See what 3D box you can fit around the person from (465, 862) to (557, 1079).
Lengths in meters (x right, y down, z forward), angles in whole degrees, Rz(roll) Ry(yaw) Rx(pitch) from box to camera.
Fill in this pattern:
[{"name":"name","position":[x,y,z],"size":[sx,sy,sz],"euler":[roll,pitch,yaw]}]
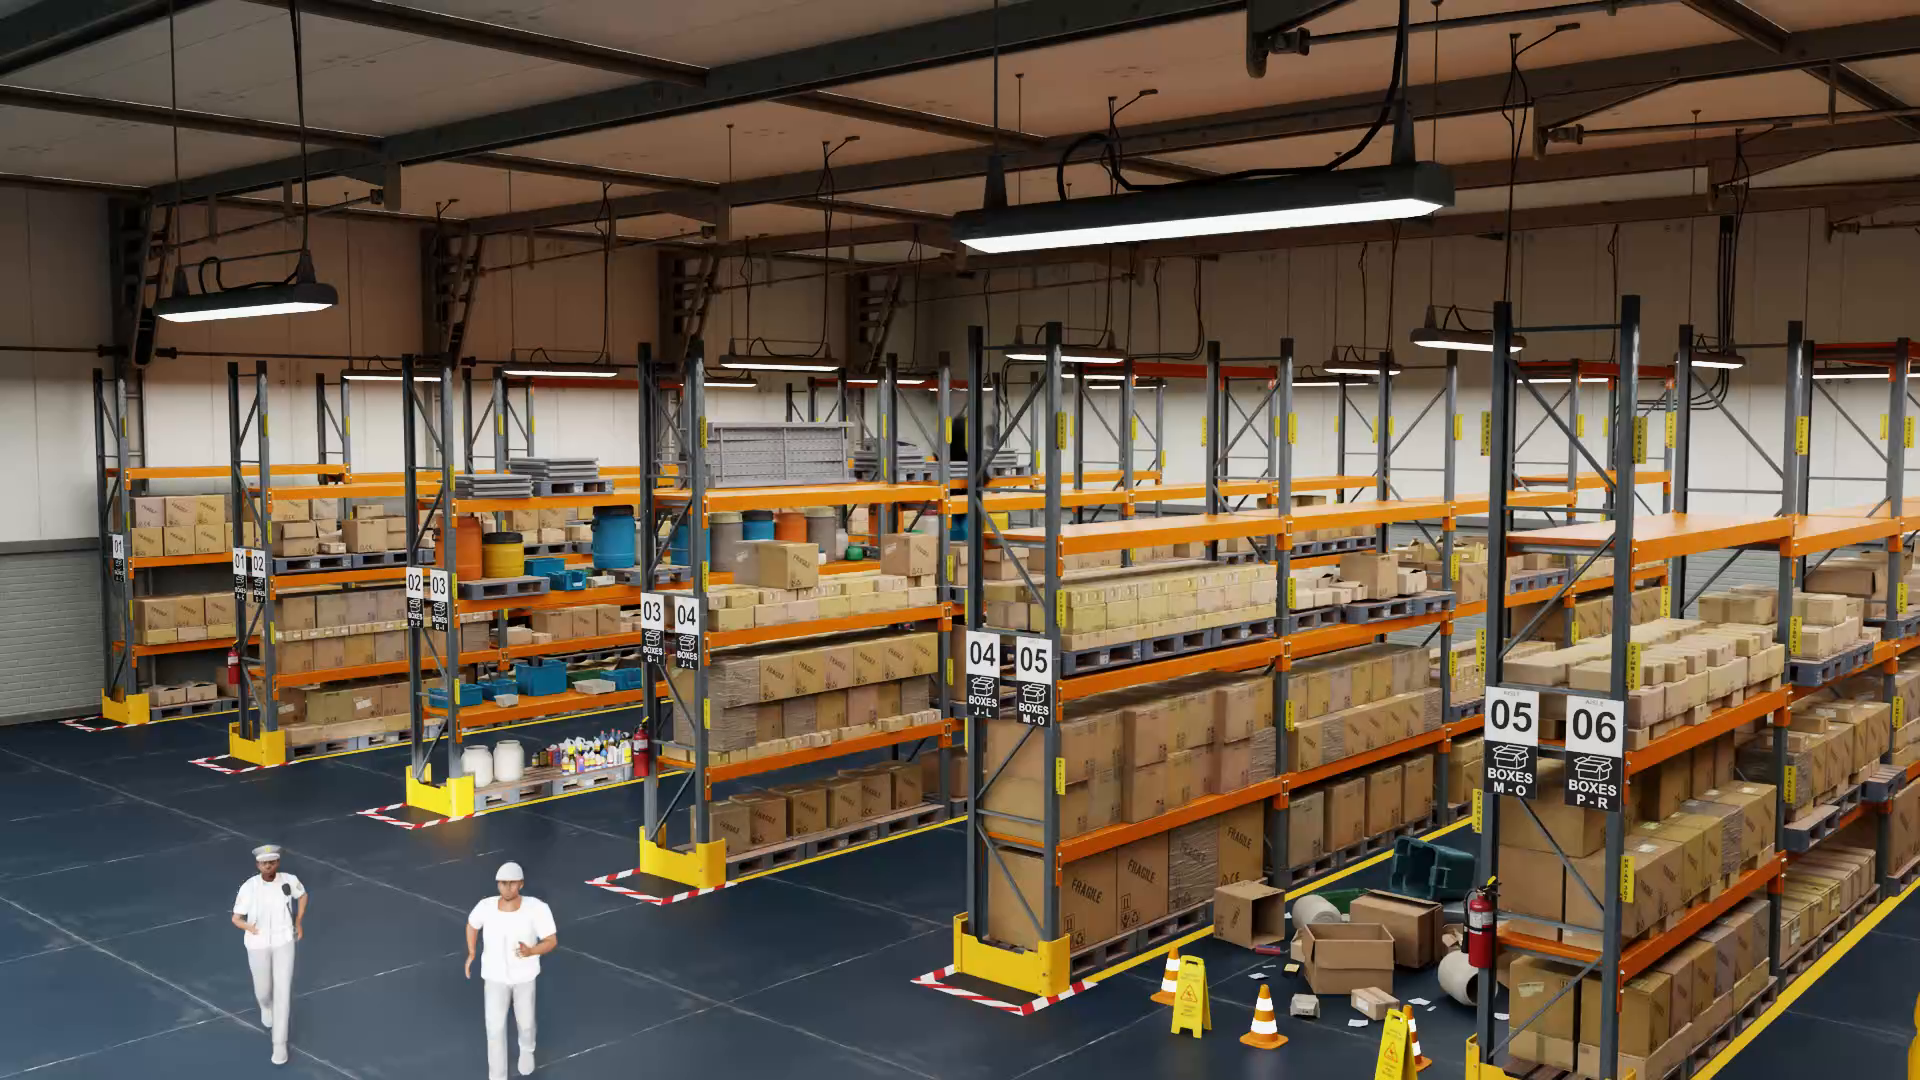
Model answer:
[{"name":"person","position":[-3.412,3.320,12.631],"size":[0.705,1.760,0.966],"euler":[-1,4,-9]}]

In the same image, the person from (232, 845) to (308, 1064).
[{"name":"person","position":[-5.628,3.308,13.591],"size":[0.581,1.699,0.920],"euler":[-2,5,-23]}]
